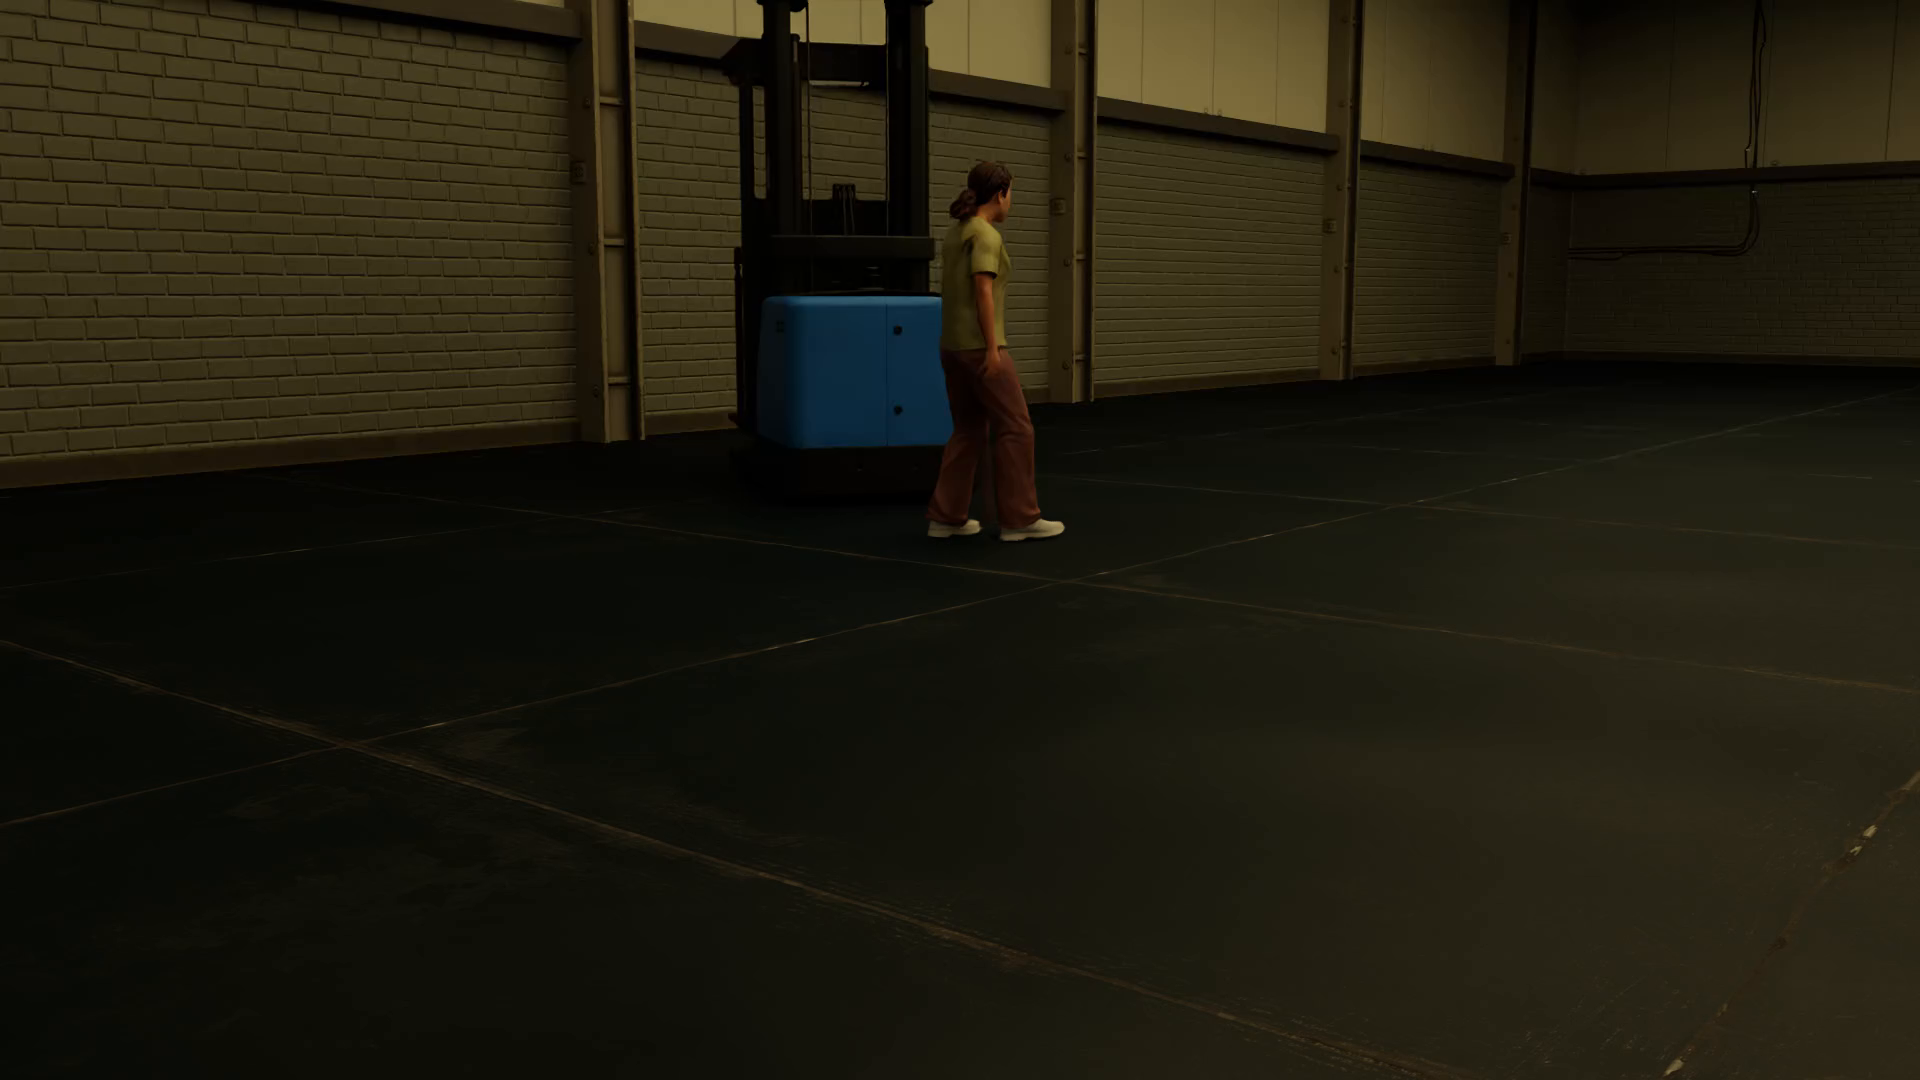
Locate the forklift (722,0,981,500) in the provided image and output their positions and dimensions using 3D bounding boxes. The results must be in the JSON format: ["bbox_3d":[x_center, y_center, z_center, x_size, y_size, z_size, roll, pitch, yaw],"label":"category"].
[{"bbox_3d":[-0.783,-1.835,9.823,1.130,2.935,3.031,-2,9,-16],"label":"forklift"}]

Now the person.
[{"bbox_3d":[0.149,-0.829,7.360,0.587,1.656,0.588,-3,9,-21],"label":"person"}]
